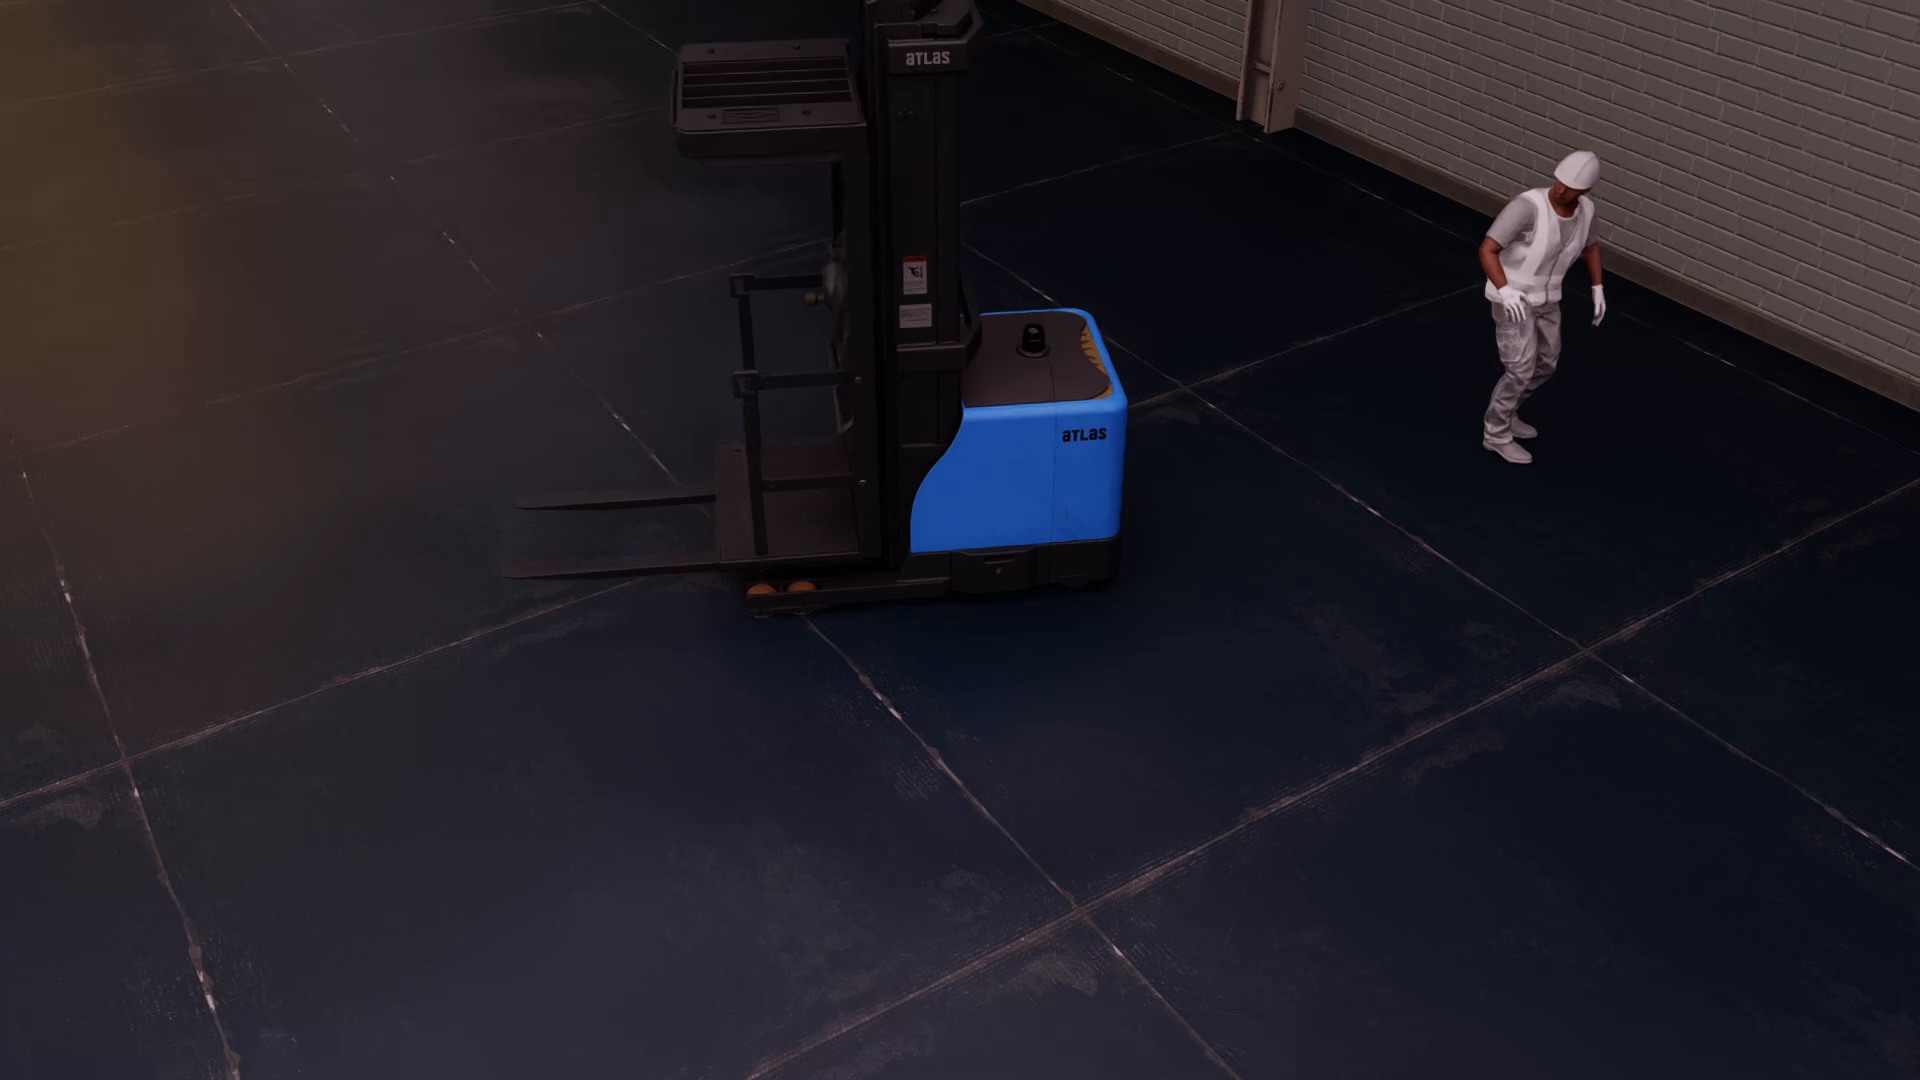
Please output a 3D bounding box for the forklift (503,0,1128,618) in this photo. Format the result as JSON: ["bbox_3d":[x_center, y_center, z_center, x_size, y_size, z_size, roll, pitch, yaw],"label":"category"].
[{"bbox_3d":[-0.753,-1.140,7.769,3.031,2.935,1.130,-4,35,-6],"label":"forklift"}]

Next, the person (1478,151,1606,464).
[{"bbox_3d":[3.166,-1.285,9.024,0.768,1.737,0.521,-19,39,-25],"label":"person"}]
